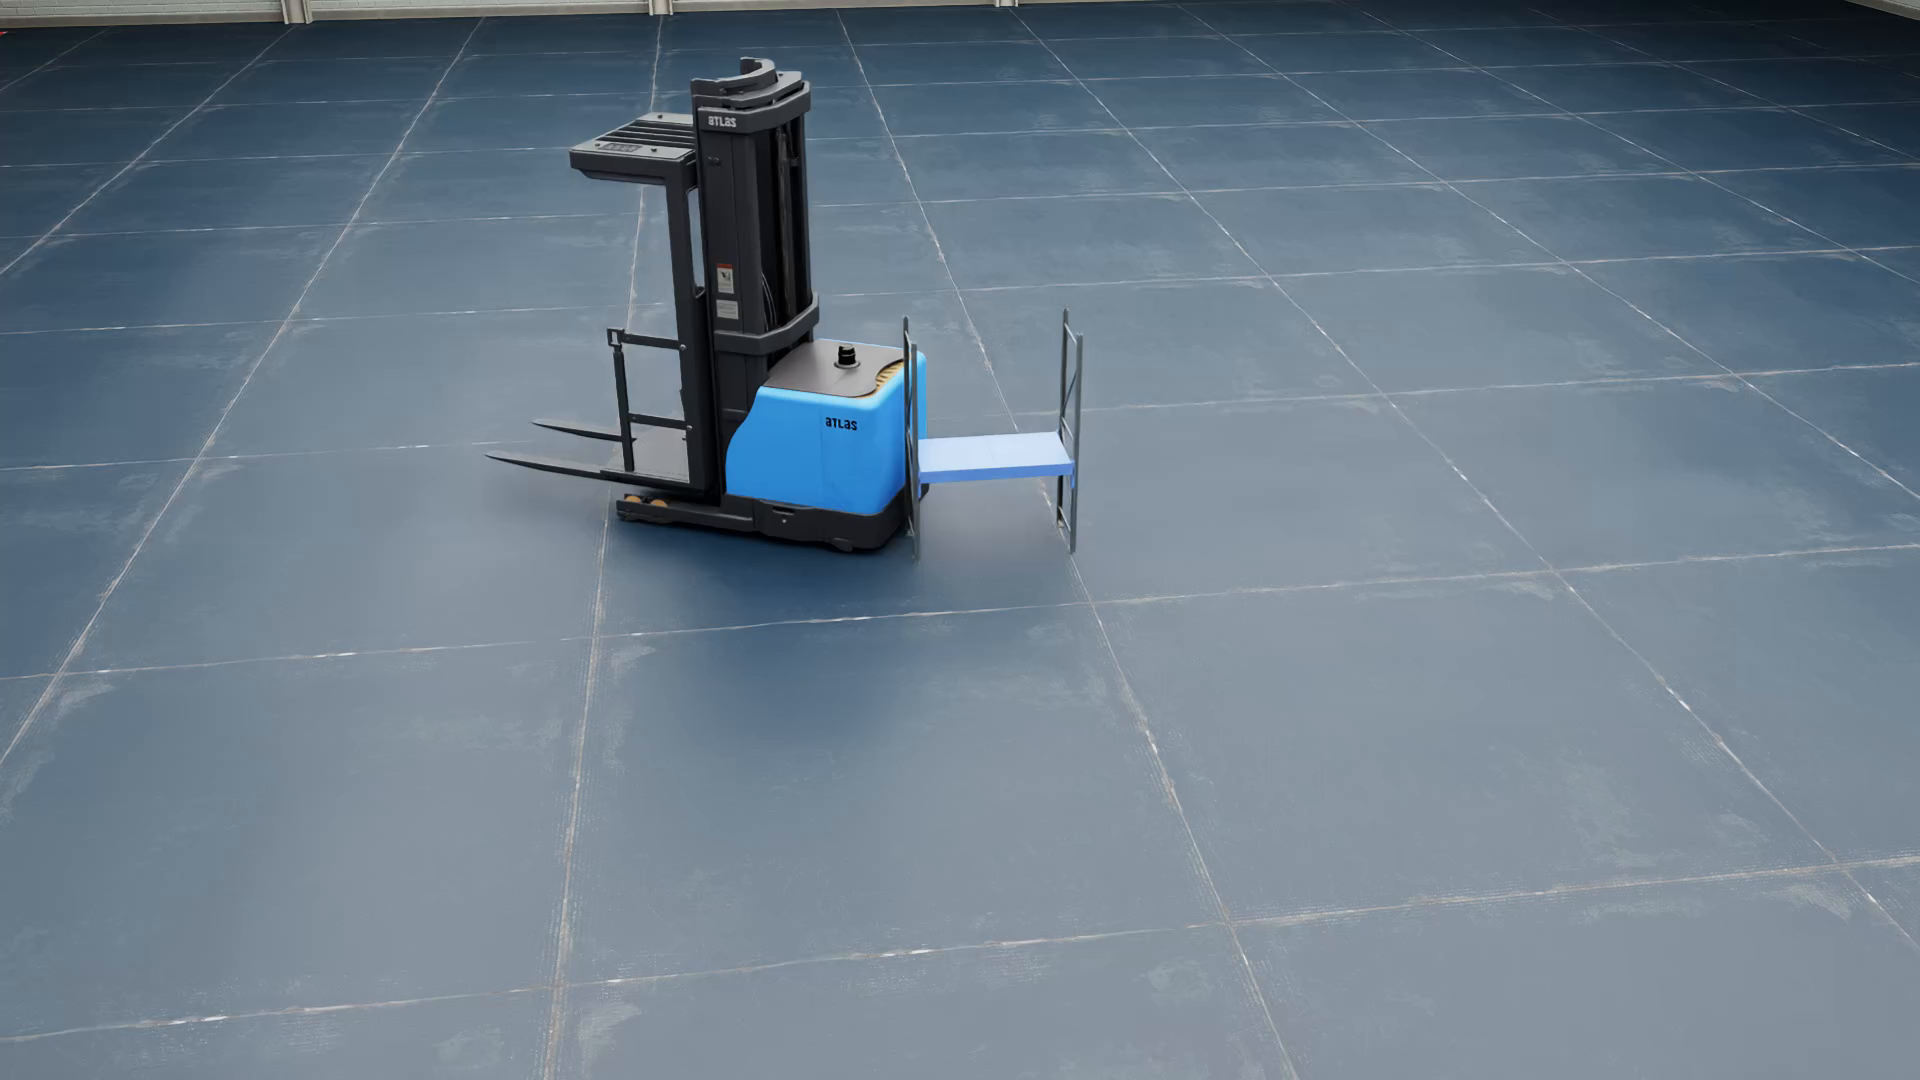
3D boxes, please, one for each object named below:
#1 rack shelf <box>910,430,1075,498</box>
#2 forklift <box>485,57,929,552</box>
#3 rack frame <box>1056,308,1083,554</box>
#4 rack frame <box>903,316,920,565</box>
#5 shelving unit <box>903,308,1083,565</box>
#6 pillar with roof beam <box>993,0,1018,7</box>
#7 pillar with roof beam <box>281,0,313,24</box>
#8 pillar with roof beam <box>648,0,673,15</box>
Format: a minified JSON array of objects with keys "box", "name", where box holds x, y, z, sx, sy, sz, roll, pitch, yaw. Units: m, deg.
[{"box":[0.196,-0.495,10.669,1.000,0.185,0.538,-4,27,-7],"name":"rack shelf"},{"box":[-1.785,-1.620,10.899,3.031,2.935,1.130,9,28,17],"name":"forklift"},{"box":[0.699,-0.688,10.650,0.032,1.500,0.500,-4,27,-7],"name":"rack frame"},{"box":[-0.308,-0.623,10.524,0.032,1.500,0.500,-4,27,-7],"name":"rack frame"},{"box":[0.196,-0.655,10.587,1.048,1.500,0.538,-4,27,-7],"name":"shelving unit"},{"box":[1.406,-11.501,23.509,0.400,9.000,9.100,-4,27,-7],"name":"pillar with roof beam"},{"box":[-10.477,-10.737,22.022,0.400,9.000,9.100,-4,27,-7],"name":"pillar with roof beam"},{"box":[-4.536,-11.119,22.765,0.400,9.000,9.100,-4,27,-7],"name":"pillar with roof beam"}]
